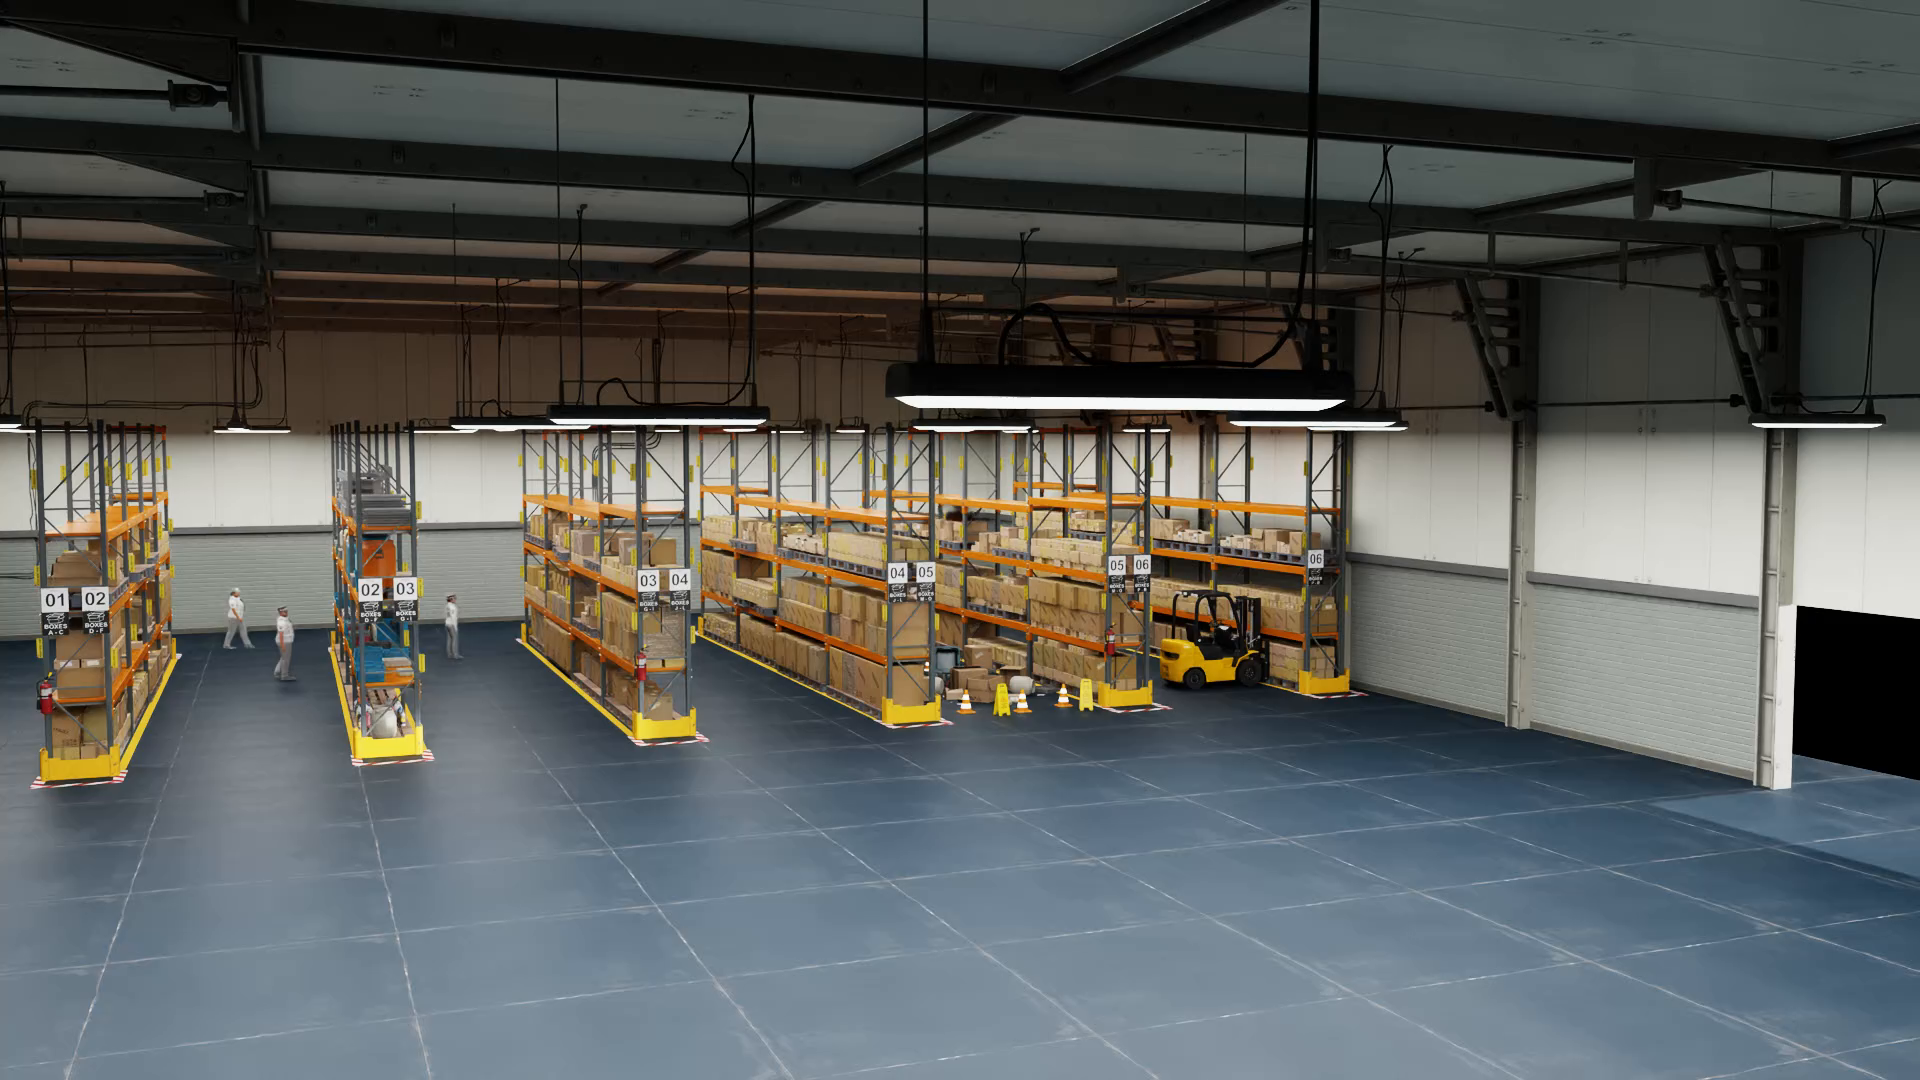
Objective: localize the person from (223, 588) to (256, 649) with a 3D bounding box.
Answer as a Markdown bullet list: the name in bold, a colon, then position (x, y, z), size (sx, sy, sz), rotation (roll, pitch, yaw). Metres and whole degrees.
- **person**: position (-19.369, 2.106, 44.656), size (0.809, 1.651, 0.519), rotation (-1, 4, -17)

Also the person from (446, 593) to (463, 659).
- **person**: position (-12.978, 2.204, 42.683), size (0.398, 1.683, 0.539), rotation (-3, 4, -36)

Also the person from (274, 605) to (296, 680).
- **person**: position (-15.801, 2.399, 38.924), size (0.488, 1.775, 0.564), rotation (-3, 4, -35)

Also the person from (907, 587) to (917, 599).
- **person**: position (-1.215, 2.027, 41.821), size (0.616, 1.748, 0.477), rotation (-1, 4, -16)
